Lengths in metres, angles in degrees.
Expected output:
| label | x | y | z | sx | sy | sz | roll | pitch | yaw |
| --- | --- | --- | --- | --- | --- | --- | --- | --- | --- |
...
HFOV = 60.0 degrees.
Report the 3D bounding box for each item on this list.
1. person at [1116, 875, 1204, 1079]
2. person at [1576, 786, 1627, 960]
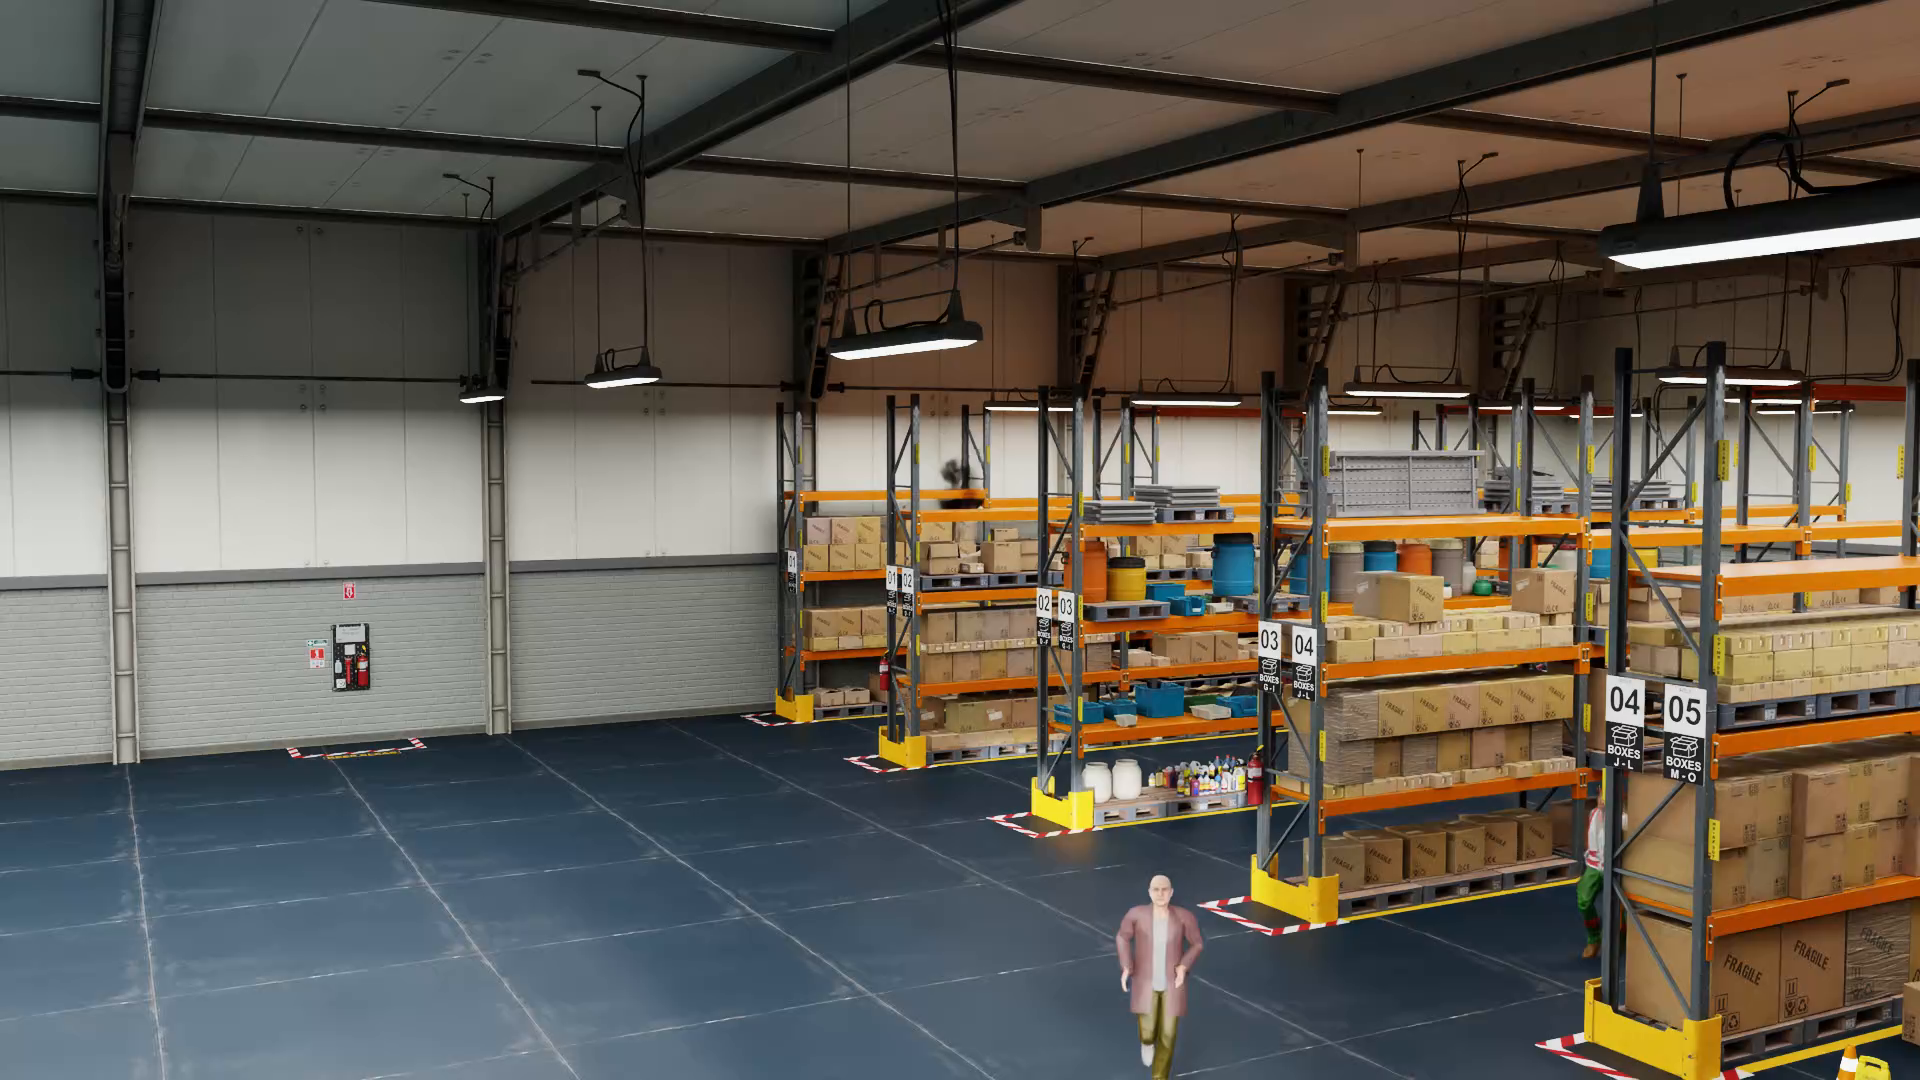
| label | x | y | z | sx | sy | sz | roll | pitch | yaw |
| --- | --- | --- | --- | --- | --- | --- | --- | --- | --- |
| person | 1.602 | 3.550 | 13.352 | 0.709 | 1.737 | 0.640 | 0 | 3 | 7 |
| person | 6.483 | 3.340 | 16.681 | 0.738 | 1.816 | 0.642 | -3 | 4 | -39 |
